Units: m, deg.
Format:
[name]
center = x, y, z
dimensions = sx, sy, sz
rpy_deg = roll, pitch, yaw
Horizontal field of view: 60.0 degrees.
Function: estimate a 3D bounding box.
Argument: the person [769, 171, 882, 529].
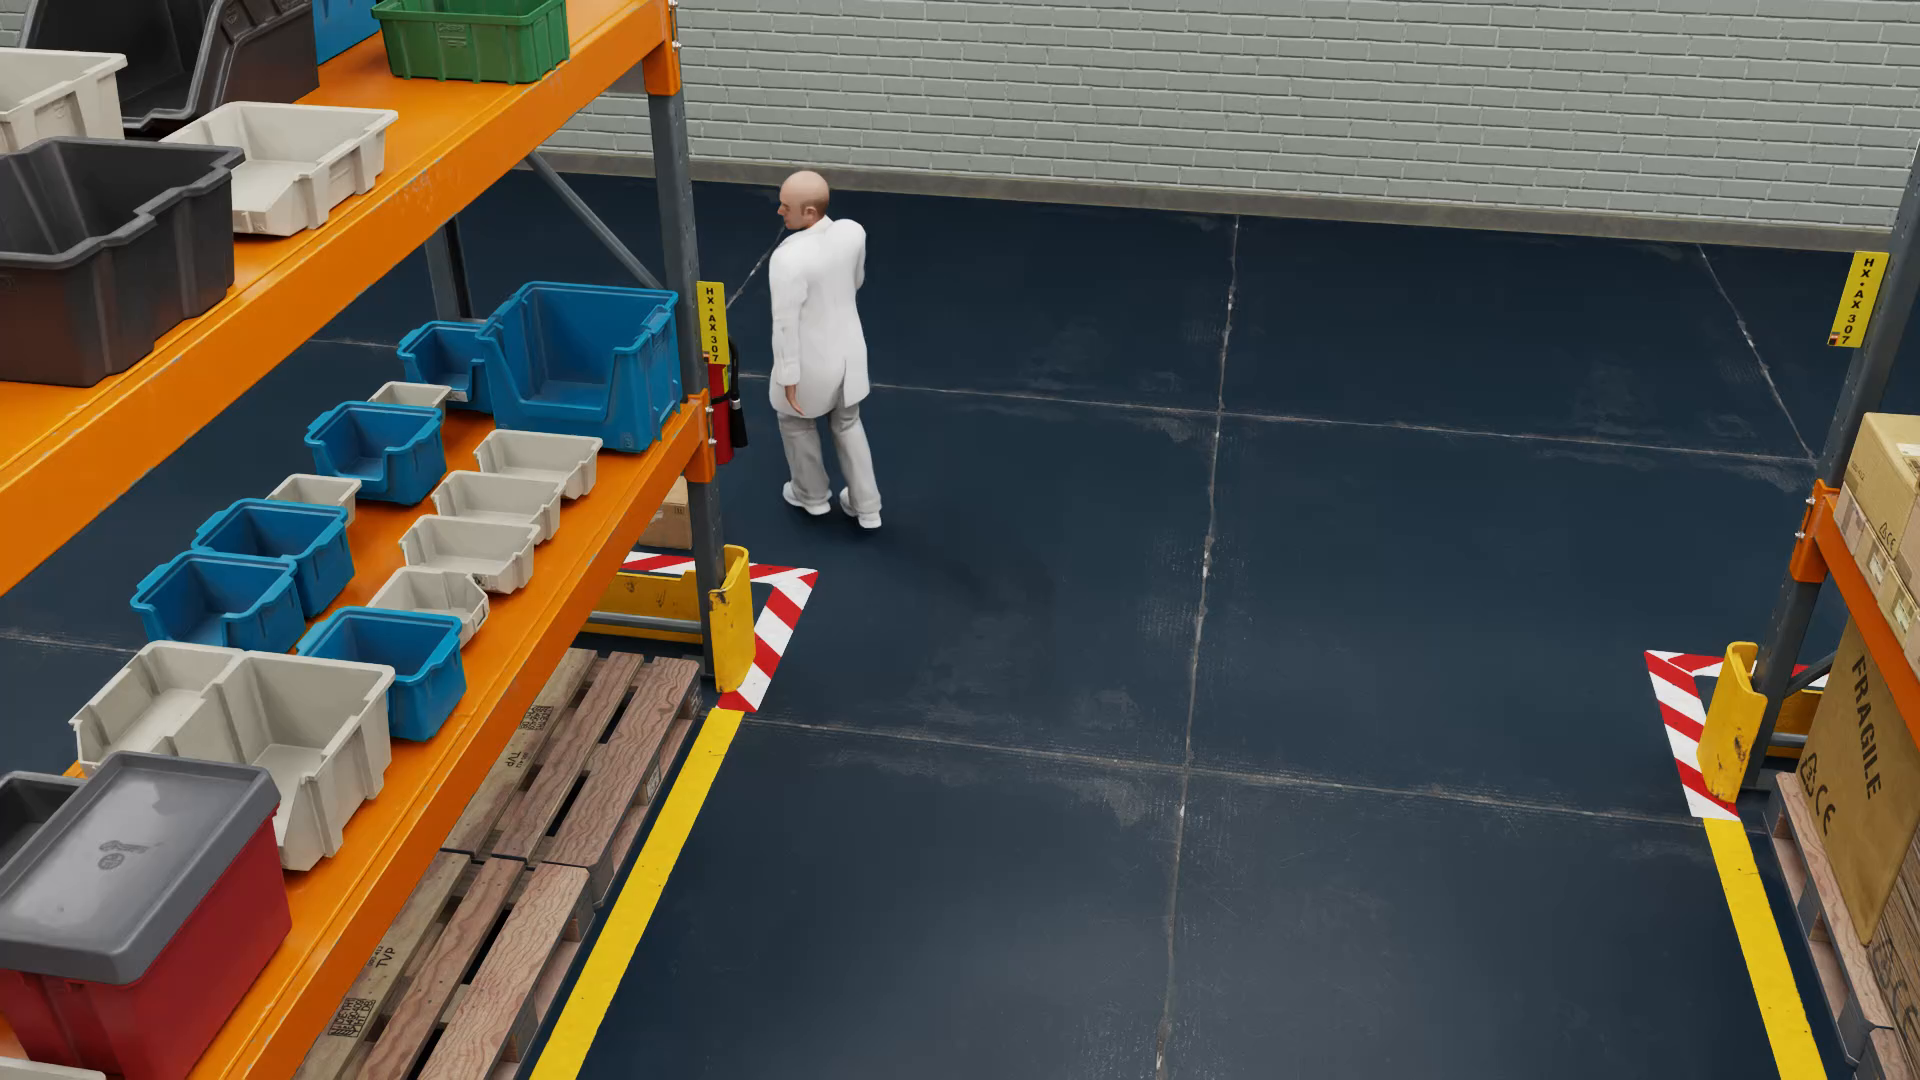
[person]
center = -0.695, -0.839, 7.478
dimensions = 0.605, 1.781, 0.675
rpy_deg = -27, 41, -36
